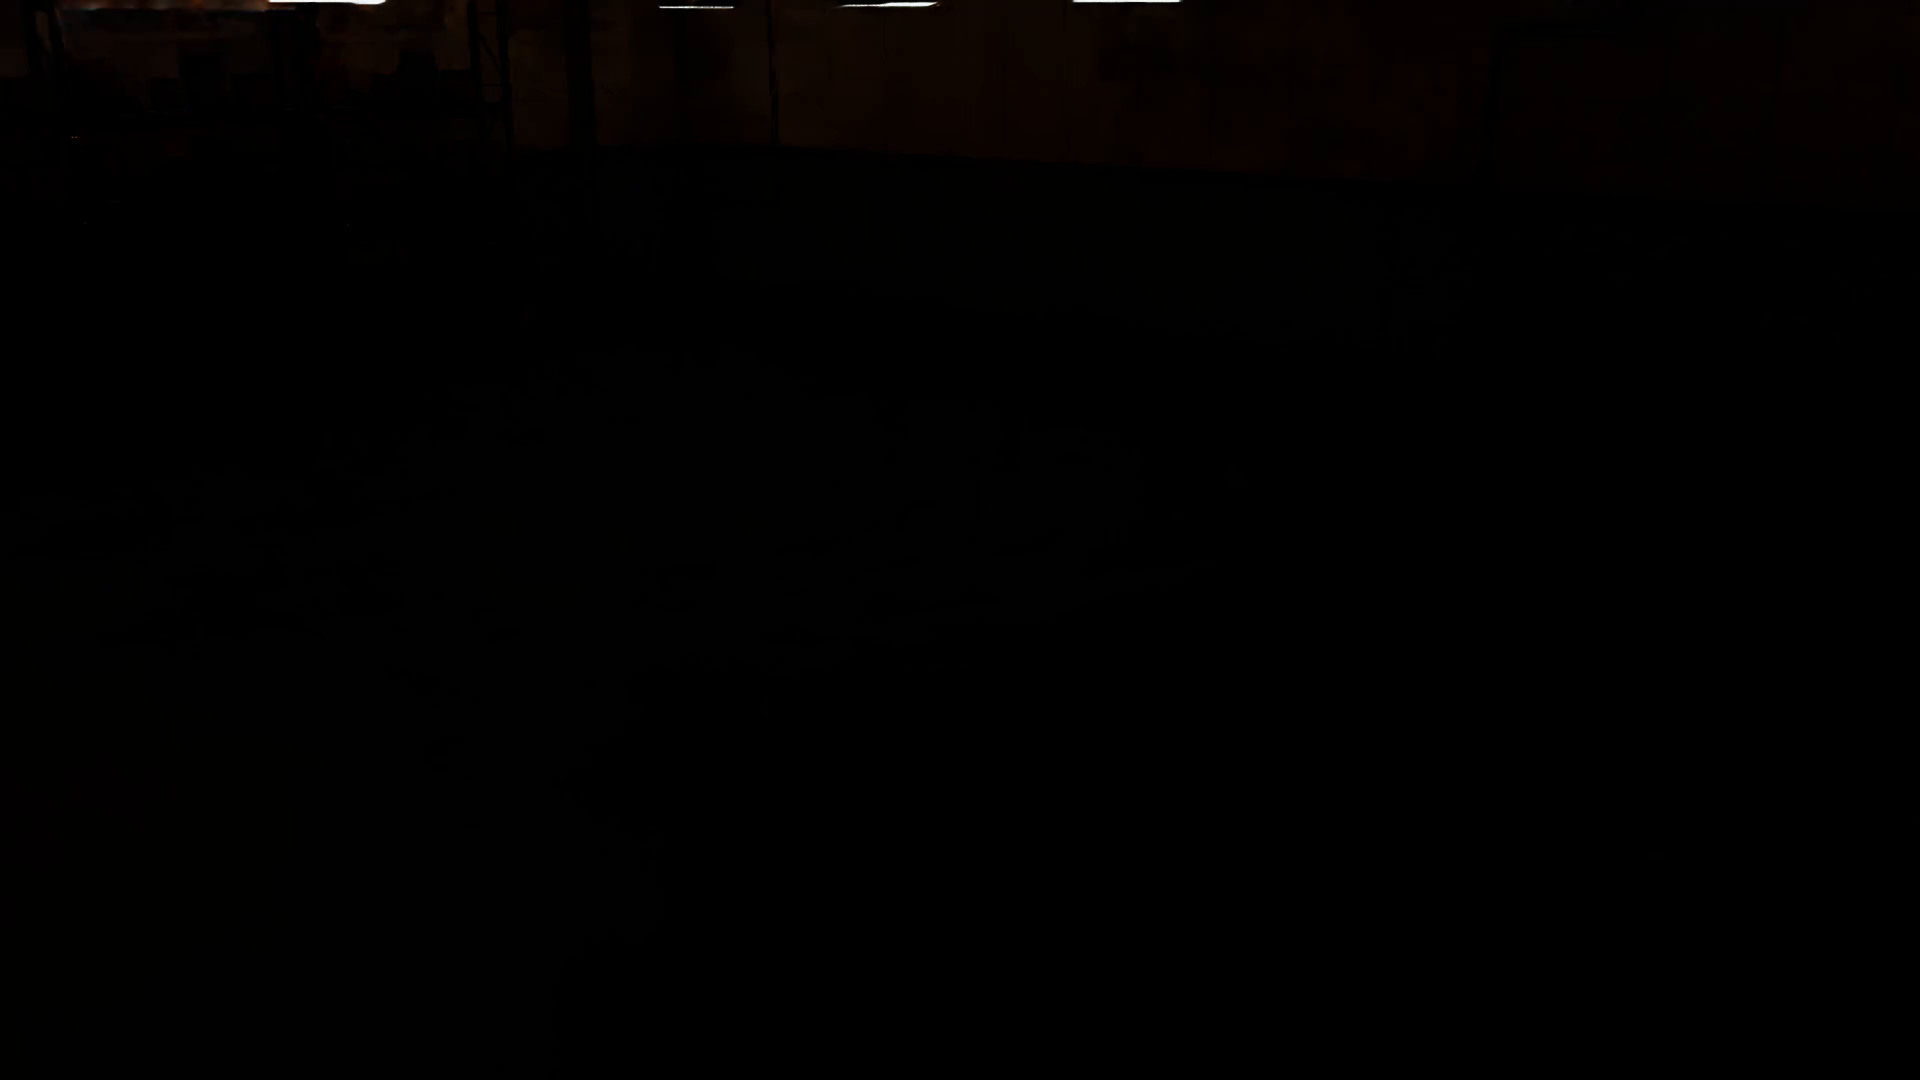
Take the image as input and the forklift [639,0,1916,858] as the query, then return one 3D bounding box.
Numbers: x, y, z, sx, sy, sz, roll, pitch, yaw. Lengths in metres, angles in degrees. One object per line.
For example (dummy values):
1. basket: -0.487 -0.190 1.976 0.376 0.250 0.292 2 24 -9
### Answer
1. forklift: 0.305 -1.254 3.028 1.130 2.935 3.031 -9 19 -26
